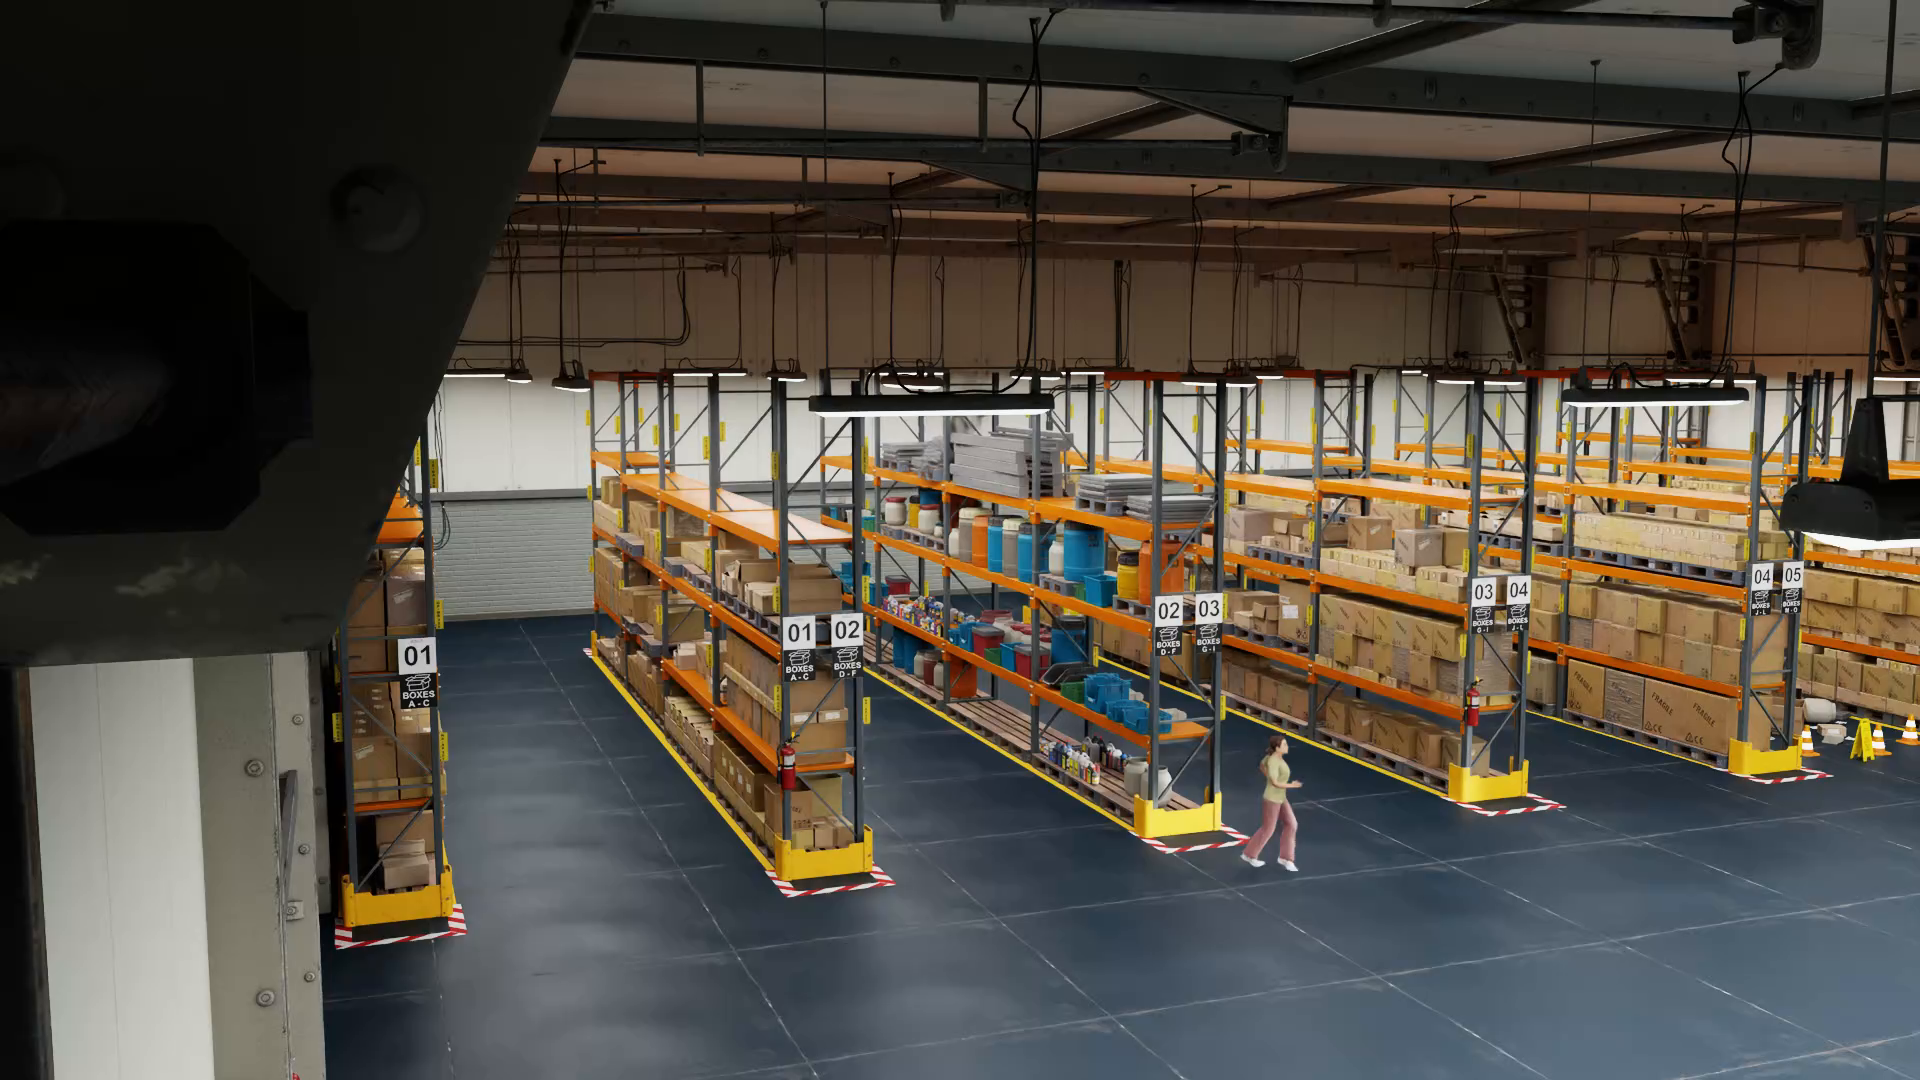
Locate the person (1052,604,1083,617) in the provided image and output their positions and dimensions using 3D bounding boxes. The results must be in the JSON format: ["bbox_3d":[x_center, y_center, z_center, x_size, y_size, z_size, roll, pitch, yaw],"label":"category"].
[{"bbox_3d":[2.187,1.630,31.953,0.674,1.813,0.664,-3,7,-28],"label":"person"}]

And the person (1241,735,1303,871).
[{"bbox_3d":[3.838,3.238,20.419,0.732,1.736,0.589,2,7,19],"label":"person"}]

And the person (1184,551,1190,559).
[{"bbox_3d":[5.358,0.963,40.543,0.911,1.644,0.654,-6,9,-43],"label":"person"}]
